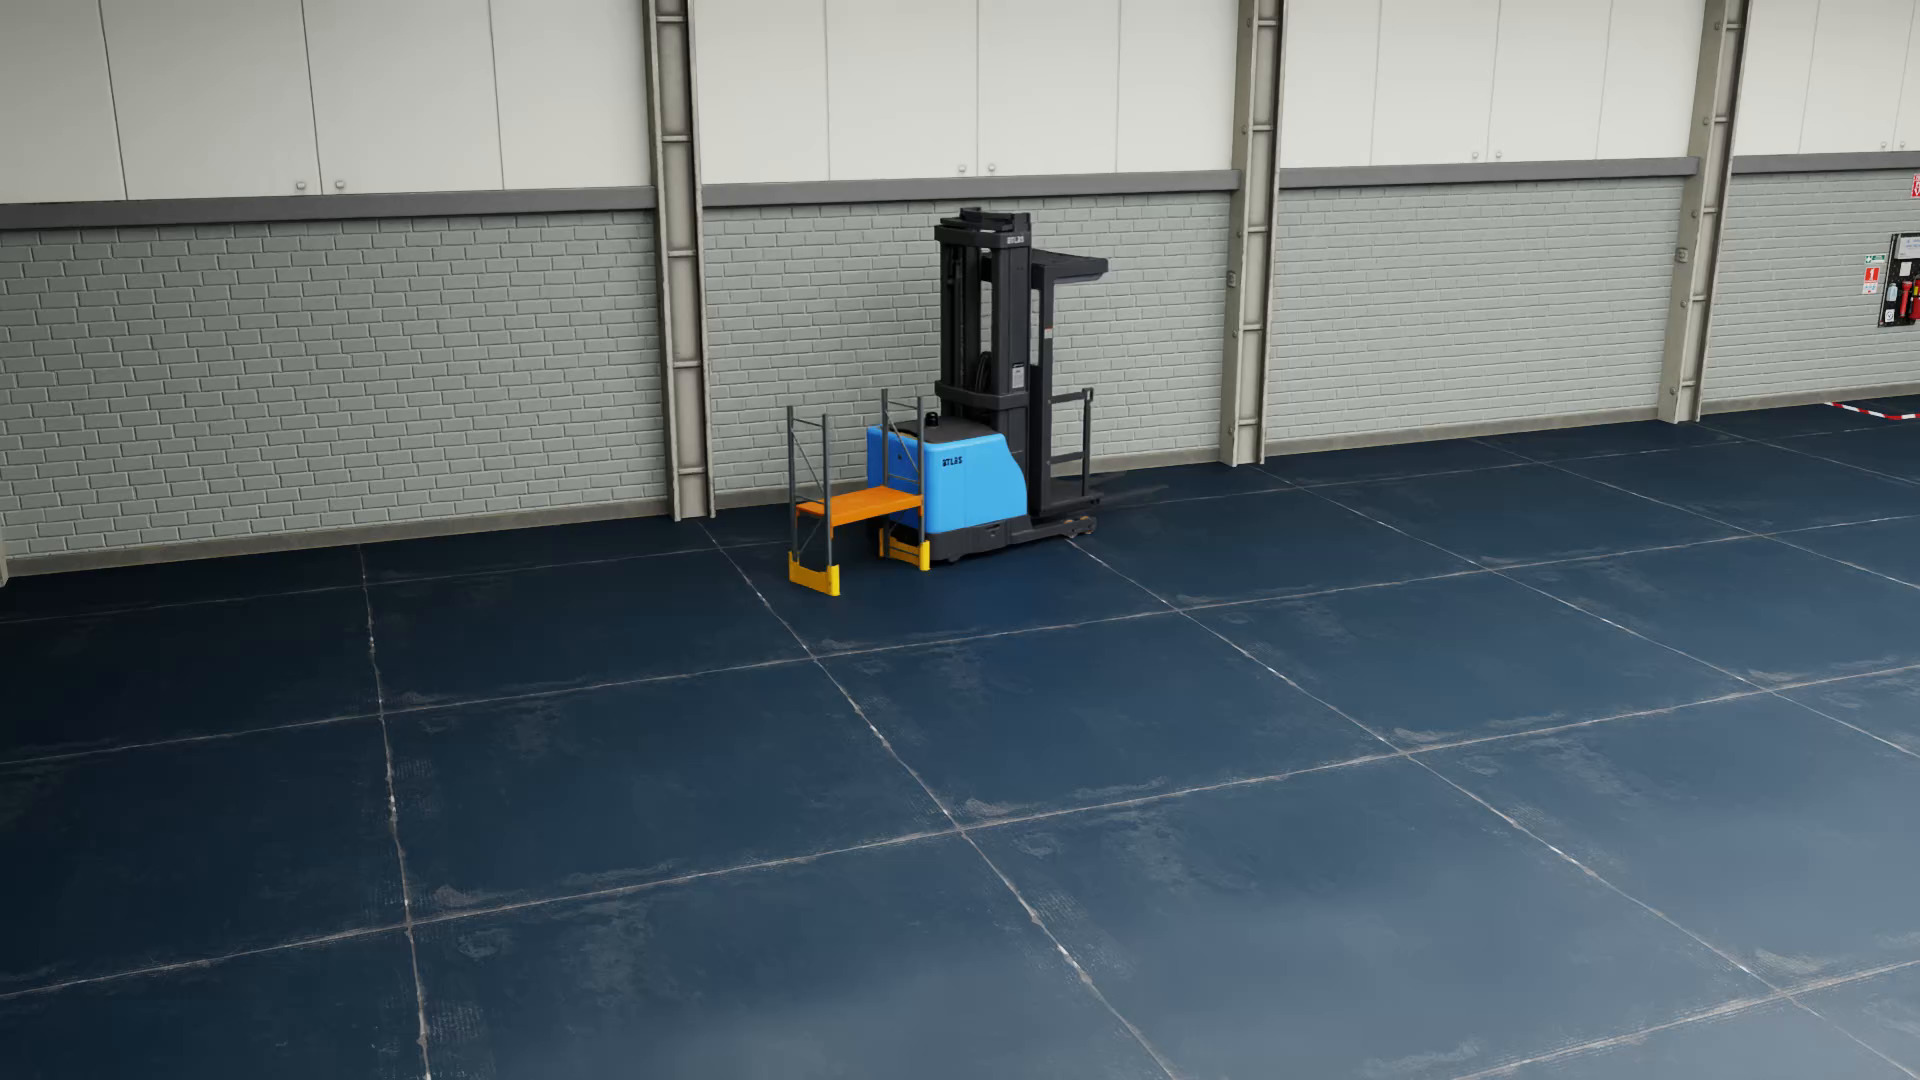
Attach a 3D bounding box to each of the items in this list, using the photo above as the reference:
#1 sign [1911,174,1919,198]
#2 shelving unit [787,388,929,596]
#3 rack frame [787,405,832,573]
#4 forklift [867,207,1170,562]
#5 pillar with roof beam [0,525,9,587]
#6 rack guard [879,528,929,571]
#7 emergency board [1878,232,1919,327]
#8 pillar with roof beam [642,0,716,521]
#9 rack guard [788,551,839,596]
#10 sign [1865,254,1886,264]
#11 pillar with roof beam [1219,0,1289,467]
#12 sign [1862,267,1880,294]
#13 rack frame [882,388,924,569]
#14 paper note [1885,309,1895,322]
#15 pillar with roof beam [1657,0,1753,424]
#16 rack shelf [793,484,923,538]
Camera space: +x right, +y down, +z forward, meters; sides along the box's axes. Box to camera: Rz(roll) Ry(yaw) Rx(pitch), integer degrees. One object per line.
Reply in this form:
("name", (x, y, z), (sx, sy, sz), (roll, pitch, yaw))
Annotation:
("sign", (11.879, -4.391, 20.612), (0.199, 0.298, 0.001), (-6, 17, -20))
("shelving unit", (-0.848, -0.424, 13.881), (1.083, 1.500, 0.587), (-15, 22, -41))
("rack frame", (-1.224, -0.324, 13.540), (0.032, 1.500, 0.500), (-15, 22, -41))
("forklift", (0.634, -1.528, 15.100), (3.031, 2.935, 1.130), (-12, 20, -36))
("pillar with roof beam", (-6.627, -2.818, 8.724), (0.400, 9.000, 9.100), (-6, 17, -20))
("rack guard", (-0.486, 0.079, 14.386), (0.087, 0.250, 0.587), (-15, 22, -41))
("emergency board", (11.922, -3.253, 20.852), (0.643, 1.169, 0.194), (-6, 17, -20))
("pillar with roof beam", (-1.024, -3.423, 10.784), (0.400, 9.000, 9.100), (-6, 17, -20))
("rack guard", (-1.210, 0.272, 13.729), (0.087, 0.250, 0.587), (-15, 22, -41))
("sign", (11.376, -3.494, 20.668), (0.331, 0.109, 0.001), (-6, 17, -20))
("pillar with roof beam", (4.578, -4.028, 12.844), (0.400, 9.000, 9.100), (-6, 17, -20))
("sign", (11.369, -3.241, 20.749), (0.234, 0.329, 0.001), (-6, 17, -20))
("rack frame", (-0.485, -0.521, 14.210), (0.032, 1.500, 0.500), (-15, 22, -41))
("paper note", (11.732, -2.831, 20.977), (0.142, 0.148, 0.016), (-6, 17, -20))
("pillar with roof beam", (10.181, -4.633, 14.904), (0.400, 9.000, 9.100), (-6, 17, -20))
("rack shelf", (-0.854, -0.250, 13.926), (1.000, 0.185, 0.538), (-15, 22, -41))
